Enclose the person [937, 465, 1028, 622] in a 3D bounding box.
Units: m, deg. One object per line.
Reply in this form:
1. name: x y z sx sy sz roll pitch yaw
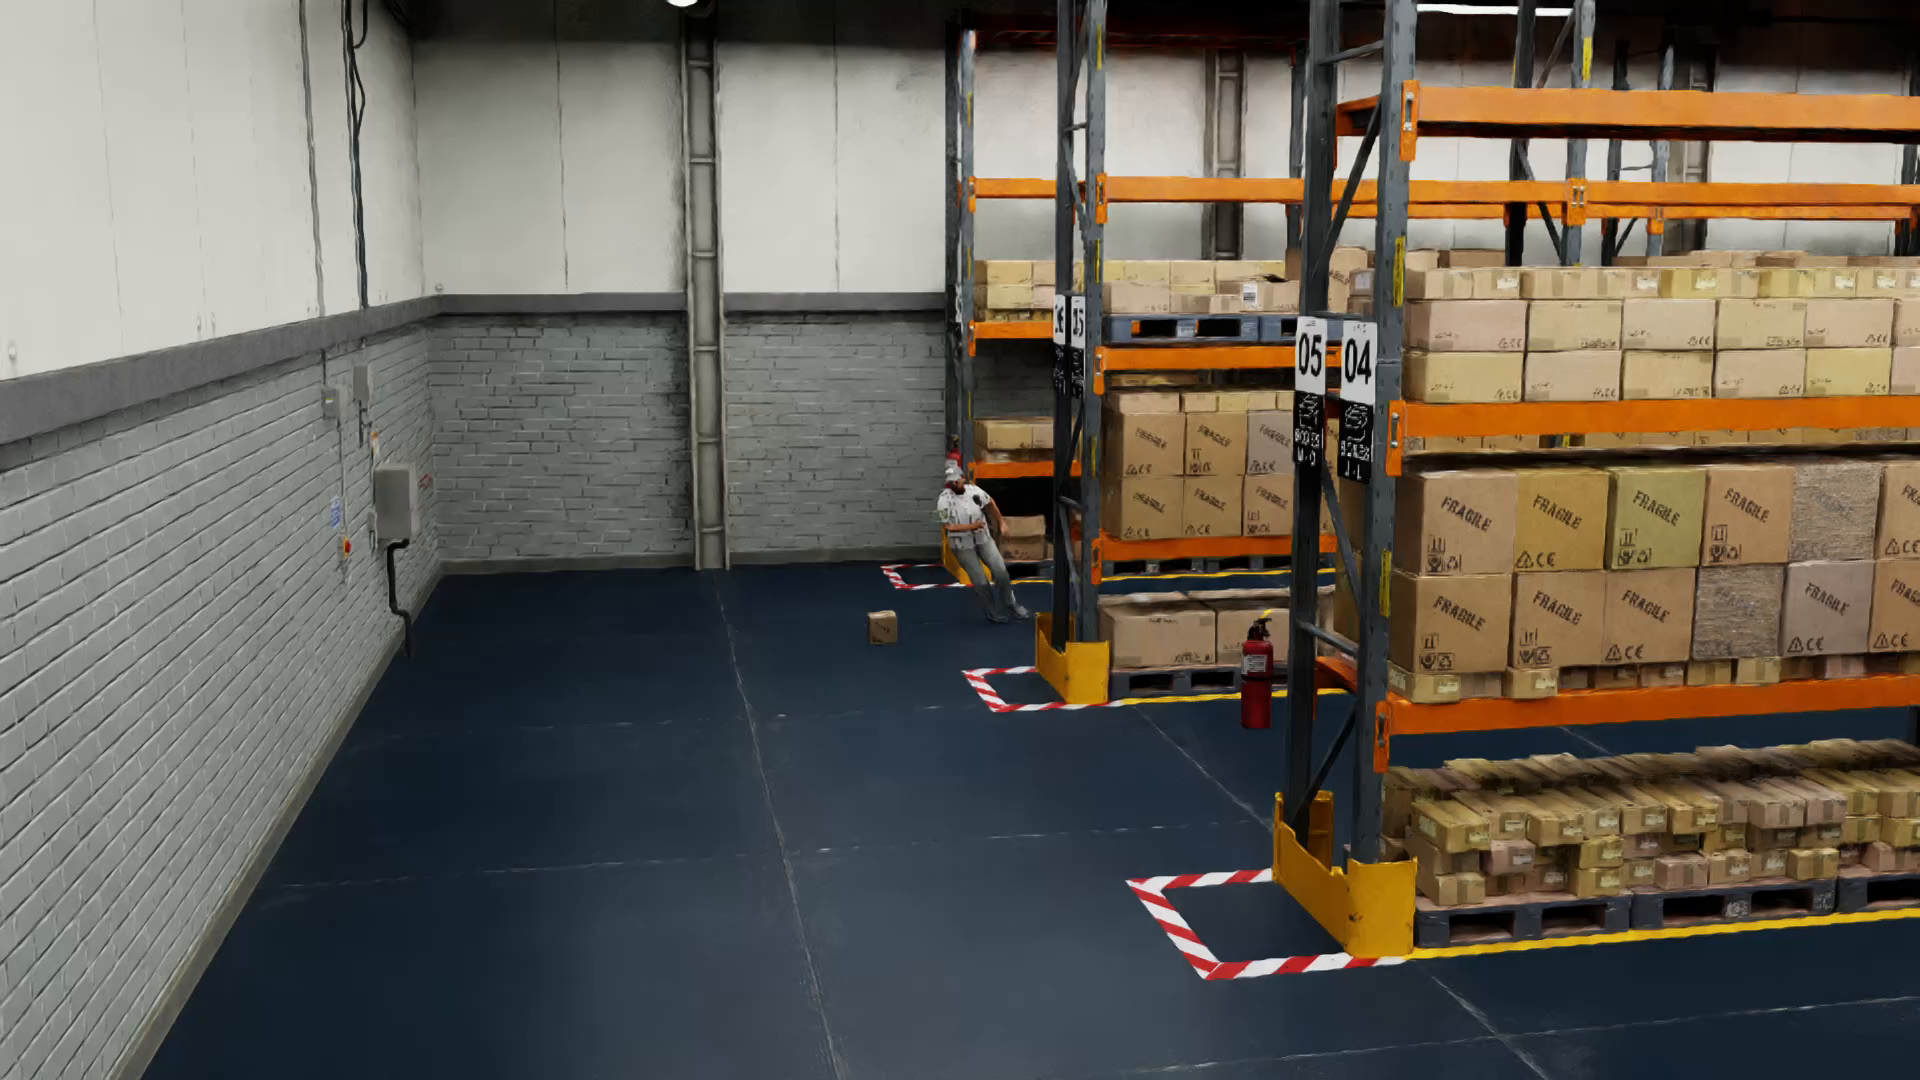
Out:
1. person: 0.232 0.033 16.020 0.890 1.541 0.562 -3 10 -19
